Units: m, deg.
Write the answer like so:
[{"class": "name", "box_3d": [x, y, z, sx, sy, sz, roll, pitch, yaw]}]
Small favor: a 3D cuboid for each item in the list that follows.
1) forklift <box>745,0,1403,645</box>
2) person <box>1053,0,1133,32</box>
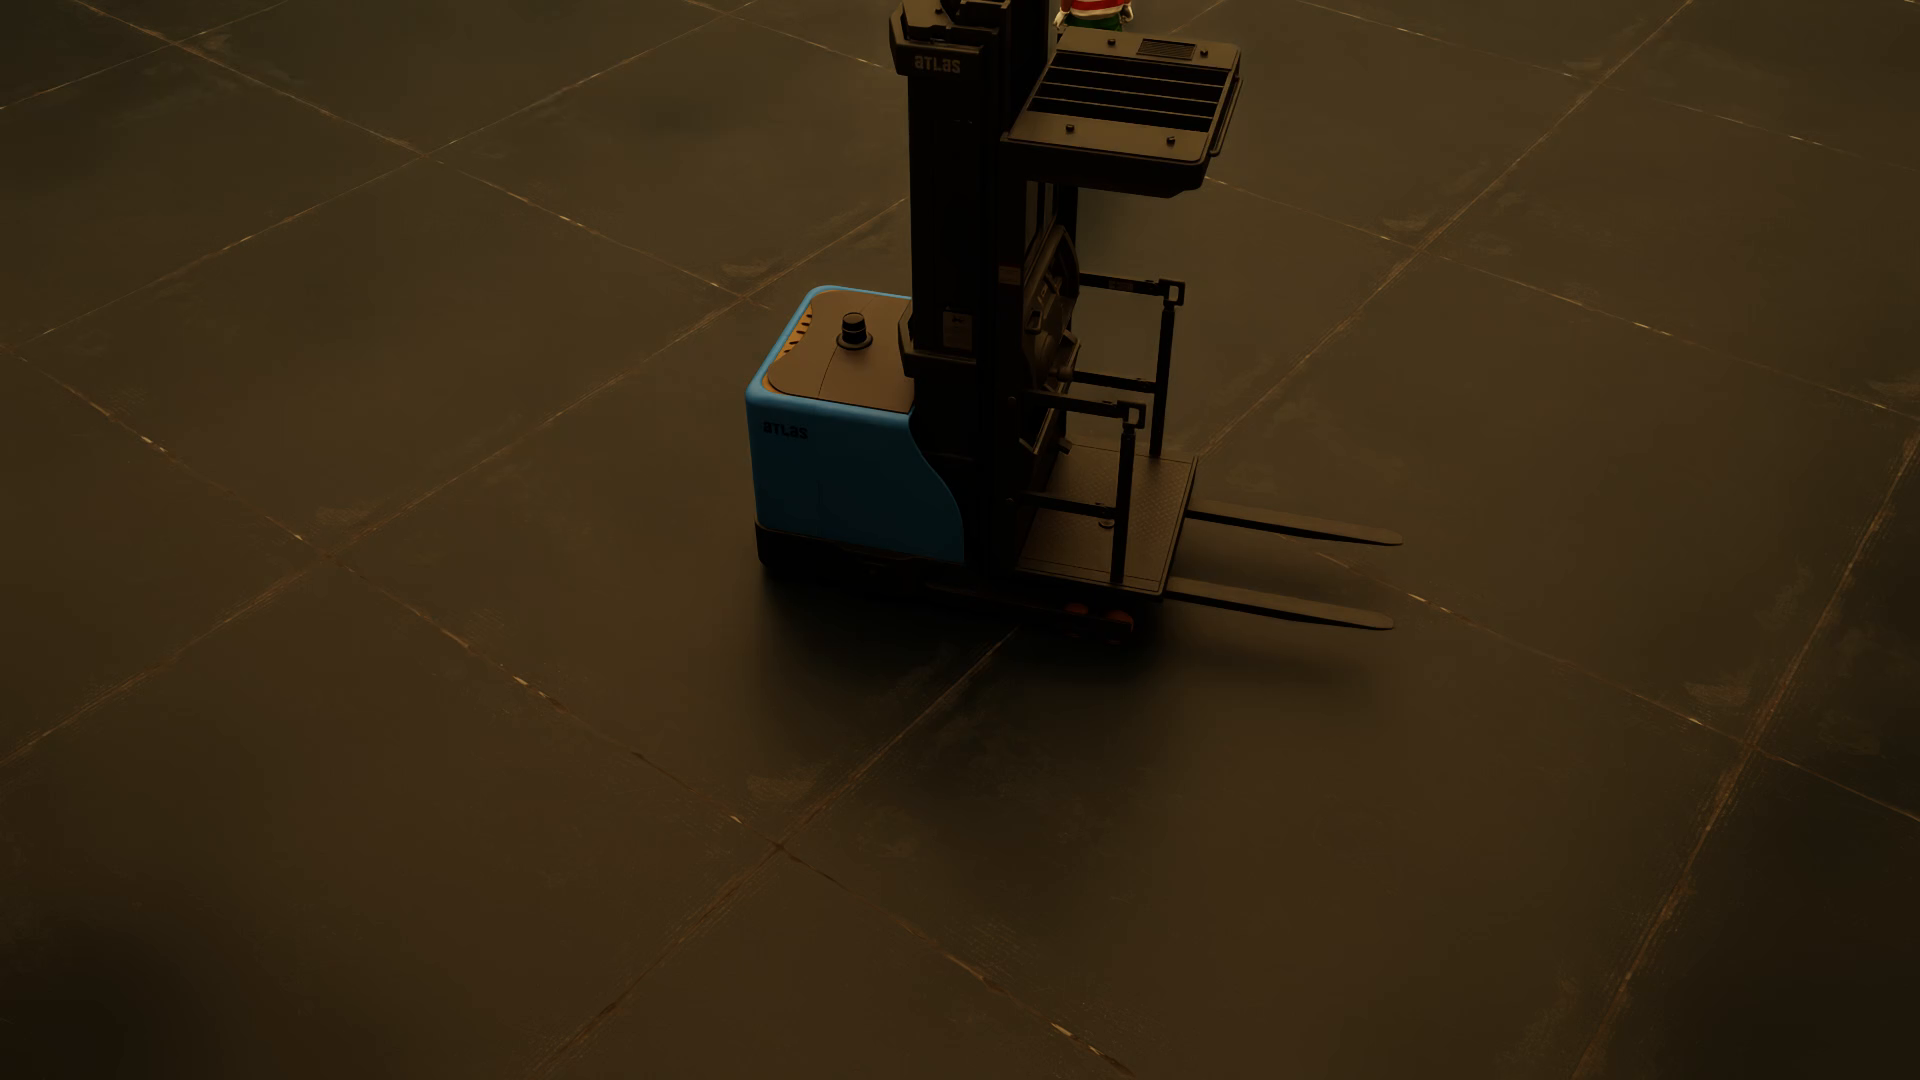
[{"class": "forklift", "box_3d": [0.587, -1.011, 7.260, 3.031, 2.935, 1.130, 10, 41, 12]}, {"class": "person", "box_3d": [0.889, -3.541, 11.108, 0.546, 1.795, 0.366, -10, 41, -11]}]
